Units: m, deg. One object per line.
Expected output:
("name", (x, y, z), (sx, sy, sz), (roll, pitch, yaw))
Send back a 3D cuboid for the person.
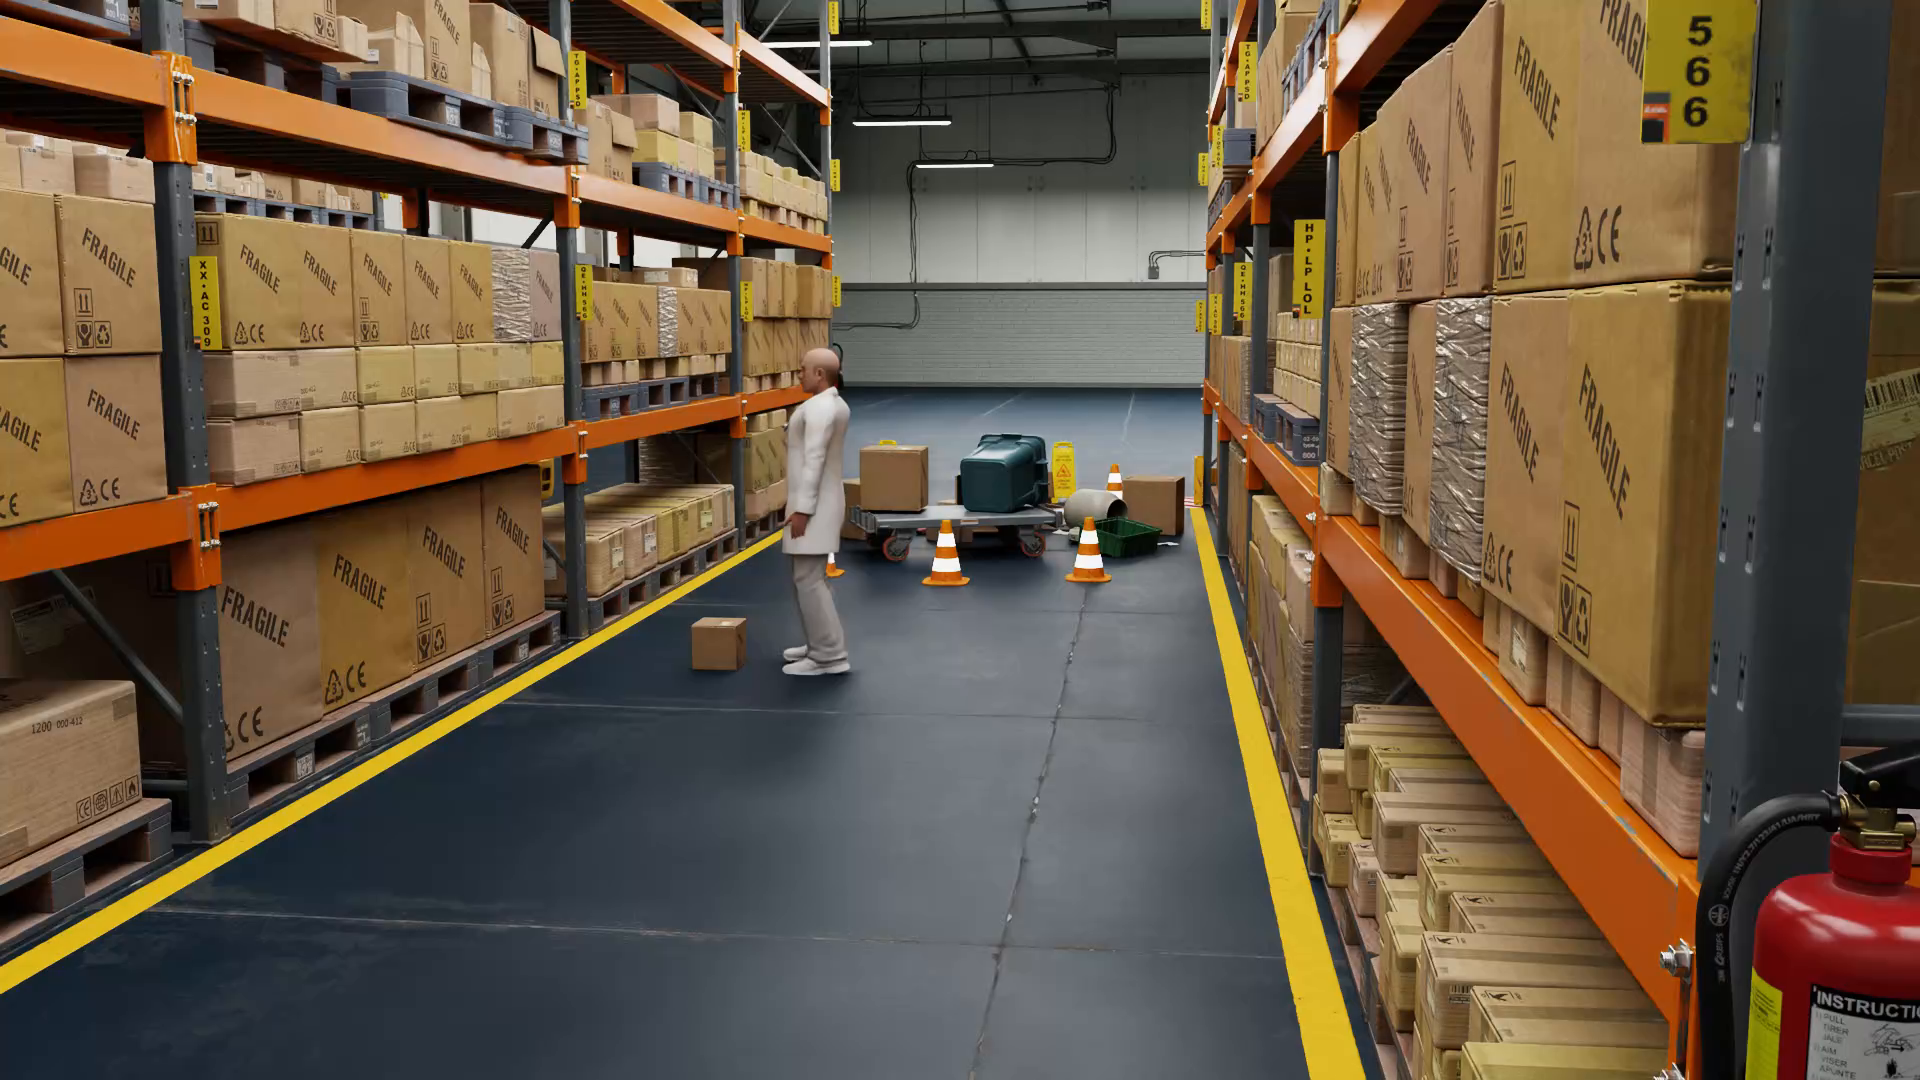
("person", (-0.806, -0.153, 9.109), (0.440, 1.786, 0.566), (1, 7, 7))
